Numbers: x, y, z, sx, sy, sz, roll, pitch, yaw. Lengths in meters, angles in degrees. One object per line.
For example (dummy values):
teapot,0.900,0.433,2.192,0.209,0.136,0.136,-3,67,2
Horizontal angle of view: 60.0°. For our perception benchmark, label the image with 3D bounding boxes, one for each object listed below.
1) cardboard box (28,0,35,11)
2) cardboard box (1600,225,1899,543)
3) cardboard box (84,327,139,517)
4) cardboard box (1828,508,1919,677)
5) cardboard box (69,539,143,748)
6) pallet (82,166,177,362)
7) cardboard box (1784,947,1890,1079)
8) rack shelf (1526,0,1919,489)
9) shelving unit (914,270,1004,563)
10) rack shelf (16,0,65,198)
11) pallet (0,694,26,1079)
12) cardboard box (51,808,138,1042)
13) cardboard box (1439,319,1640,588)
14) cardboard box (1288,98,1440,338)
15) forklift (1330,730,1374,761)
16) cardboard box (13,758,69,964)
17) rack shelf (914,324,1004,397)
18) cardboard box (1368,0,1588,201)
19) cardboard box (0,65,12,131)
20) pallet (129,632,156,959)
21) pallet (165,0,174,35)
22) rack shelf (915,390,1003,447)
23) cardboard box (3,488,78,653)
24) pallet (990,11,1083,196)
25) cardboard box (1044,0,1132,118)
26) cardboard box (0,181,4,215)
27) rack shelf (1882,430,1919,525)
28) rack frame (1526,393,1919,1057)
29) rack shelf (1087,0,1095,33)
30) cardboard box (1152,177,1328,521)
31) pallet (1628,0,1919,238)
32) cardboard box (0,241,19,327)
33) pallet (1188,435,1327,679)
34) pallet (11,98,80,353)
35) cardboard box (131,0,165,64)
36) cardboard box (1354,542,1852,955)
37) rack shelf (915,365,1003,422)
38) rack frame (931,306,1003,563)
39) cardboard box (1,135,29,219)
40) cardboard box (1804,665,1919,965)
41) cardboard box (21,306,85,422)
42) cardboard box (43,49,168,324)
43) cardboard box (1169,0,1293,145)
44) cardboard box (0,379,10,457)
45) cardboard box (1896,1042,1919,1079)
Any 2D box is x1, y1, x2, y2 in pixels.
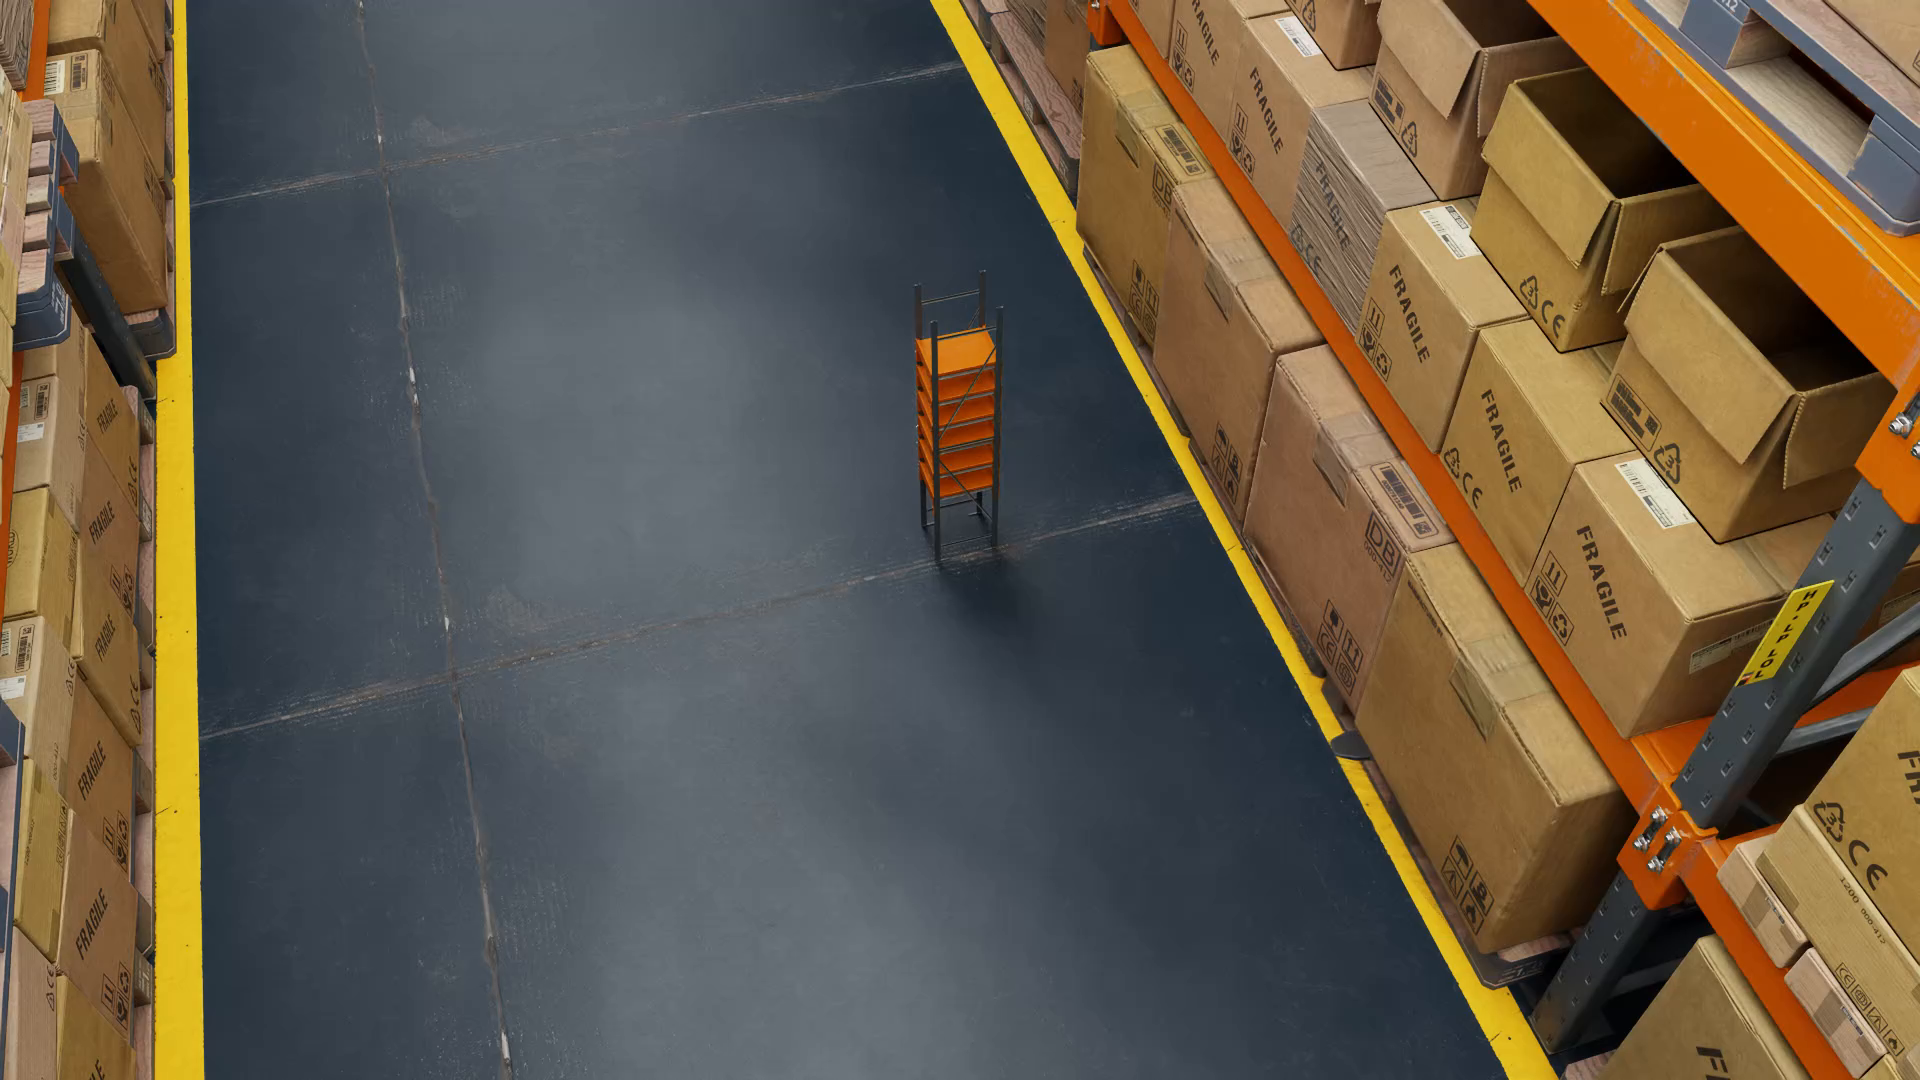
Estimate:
cardboard box,-3.769,-2.252,6.121,0.500,0.500,0.500,-14,51,-11
cardboard box,2.013,-0.407,3.910,0.797,0.503,0.637,-15,51,-12
cardboard box,-3.297,-0.369,5.959,0.500,0.500,0.500,-14,51,-11
cardboard box,2.312,-0.011,4.232,0.500,0.500,0.500,-13,51,-11
cardboard box,-2.975,0.394,5.316,0.500,0.500,0.500,-15,52,-13
pallet,-3.903,-1.155,7.085,1.003,0.211,1.213,-13,51,-11
cardboard box,2.057,0.977,3.628,0.380,0.149,0.250,-15,51,-12
rack shelf,1.618,-1.782,4.299,1.077,0.370,4.000,-13,51,-11
shelving unit,-0.004,-0.397,5.800,0.258,1.200,0.189,-13,51,-11
rack shelf,-4.333,-2.689,7.026,1.077,0.370,4.000,-13,51,-11
pallet,-2.646,0.932,3.628,1.003,0.211,1.213,-13,51,-11
cardboard box,-2.682,1.146,4.683,0.500,0.500,0.500,-11,51,-9
cardboard box,1.671,-0.262,4.443,0.500,0.500,0.500,-12,51,-10
cardboard box,1.366,-1.009,5.073,0.500,0.500,0.500,-13,51,-11
forklift,2.677,-0.488,4.744,3.031,2.935,1.130,-5,50,-4
cardboard box,-2.685,0.902,4.398,0.500,0.250,0.500,-12,51,-10
rack shelf,-0.004,-0.601,5.559,0.258,0.103,0.180,-13,51,-11
cardboard box,1.622,-1.361,4.714,0.797,0.503,0.637,-12,51,-10
cardboard box,-3.160,-1.353,5.124,0.380,0.149,0.250,-12,51,-10
pallet,-3.155,0.899,5.354,1.003,0.211,1.213,-13,51,-11
pallet,-4.624,-2.937,8.588,1.003,0.211,1.213,-13,51,-11
rack shelf,-0.004,-0.446,5.742,0.258,0.103,0.180,-13,51,-11
cardboard box,-2.994,0.150,5.032,0.500,0.250,0.500,-12,51,-10
pallet,0.797,-2.180,7.950,1.003,0.211,1.213,-13,51,-11
cardboard box,0.809,-2.329,7.599,0.700,0.500,0.500,-16,52,-13
cardboard box,-3.000,-0.967,4.798,0.380,0.149,0.250,-12,51,-10
rack shelf,2.801,1.139,1.836,1.077,0.370,4.000,-13,51,-11
rack frame,2.209,0.413,3.940,1.000,3.000,0.127,-13,51,-11
rack shelf,0.435,-3.737,7.909,1.077,0.370,4.000,-13,51,-11
cardboard box,1.467,-0.797,6.075,1.225,0.875,0.875,-13,51,-11
pallet,1.891,-1.150,3.421,0.805,0.209,1.217,-15,52,-12
cardboard box,-2.938,-0.706,4.773,0.380,0.149,0.250,-14,51,-11
pallet,1.545,-0.127,6.219,1.003,0.211,1.213,-13,51,-11
pallet,-3.429,-0.902,5.174,1.213,0.211,1.003,-13,51,-11
cardboard box,-4.373,-2.654,7.722,1.050,0.750,0.750,-13,51,-11
cardboard box,2.001,0.500,4.982,1.225,0.875,0.875,-13,51,-11
rack shelf,-0.004,-0.523,5.651,0.258,0.103,0.180,-13,51,-11
rack frame,0.023,-0.330,5.744,0.240,1.200,0.006,-13,51,-11
cardboard box,-3.085,-1.077,5.085,0.380,0.149,0.250,-13,51,-11
cardboard box,2.107,0.532,3.253,0.500,0.500,0.500,-13,51,-11
cardboard box,-3.289,-0.592,5.657,0.500,0.250,0.500,-14,51,-12
cardboard box,-3.836,-1.336,6.611,1.050,0.750,0.750,-14,51,-11
cardboard box,1.065,-1.748,5.696,0.500,0.500,0.500,-15,51,-12
cardboard box,-2.782,-0.320,4.448,0.380,0.149,0.250,-12,51,-10
cardboard box,2.240,1.133,3.237,0.500,0.250,0.500,-14,51,-11
